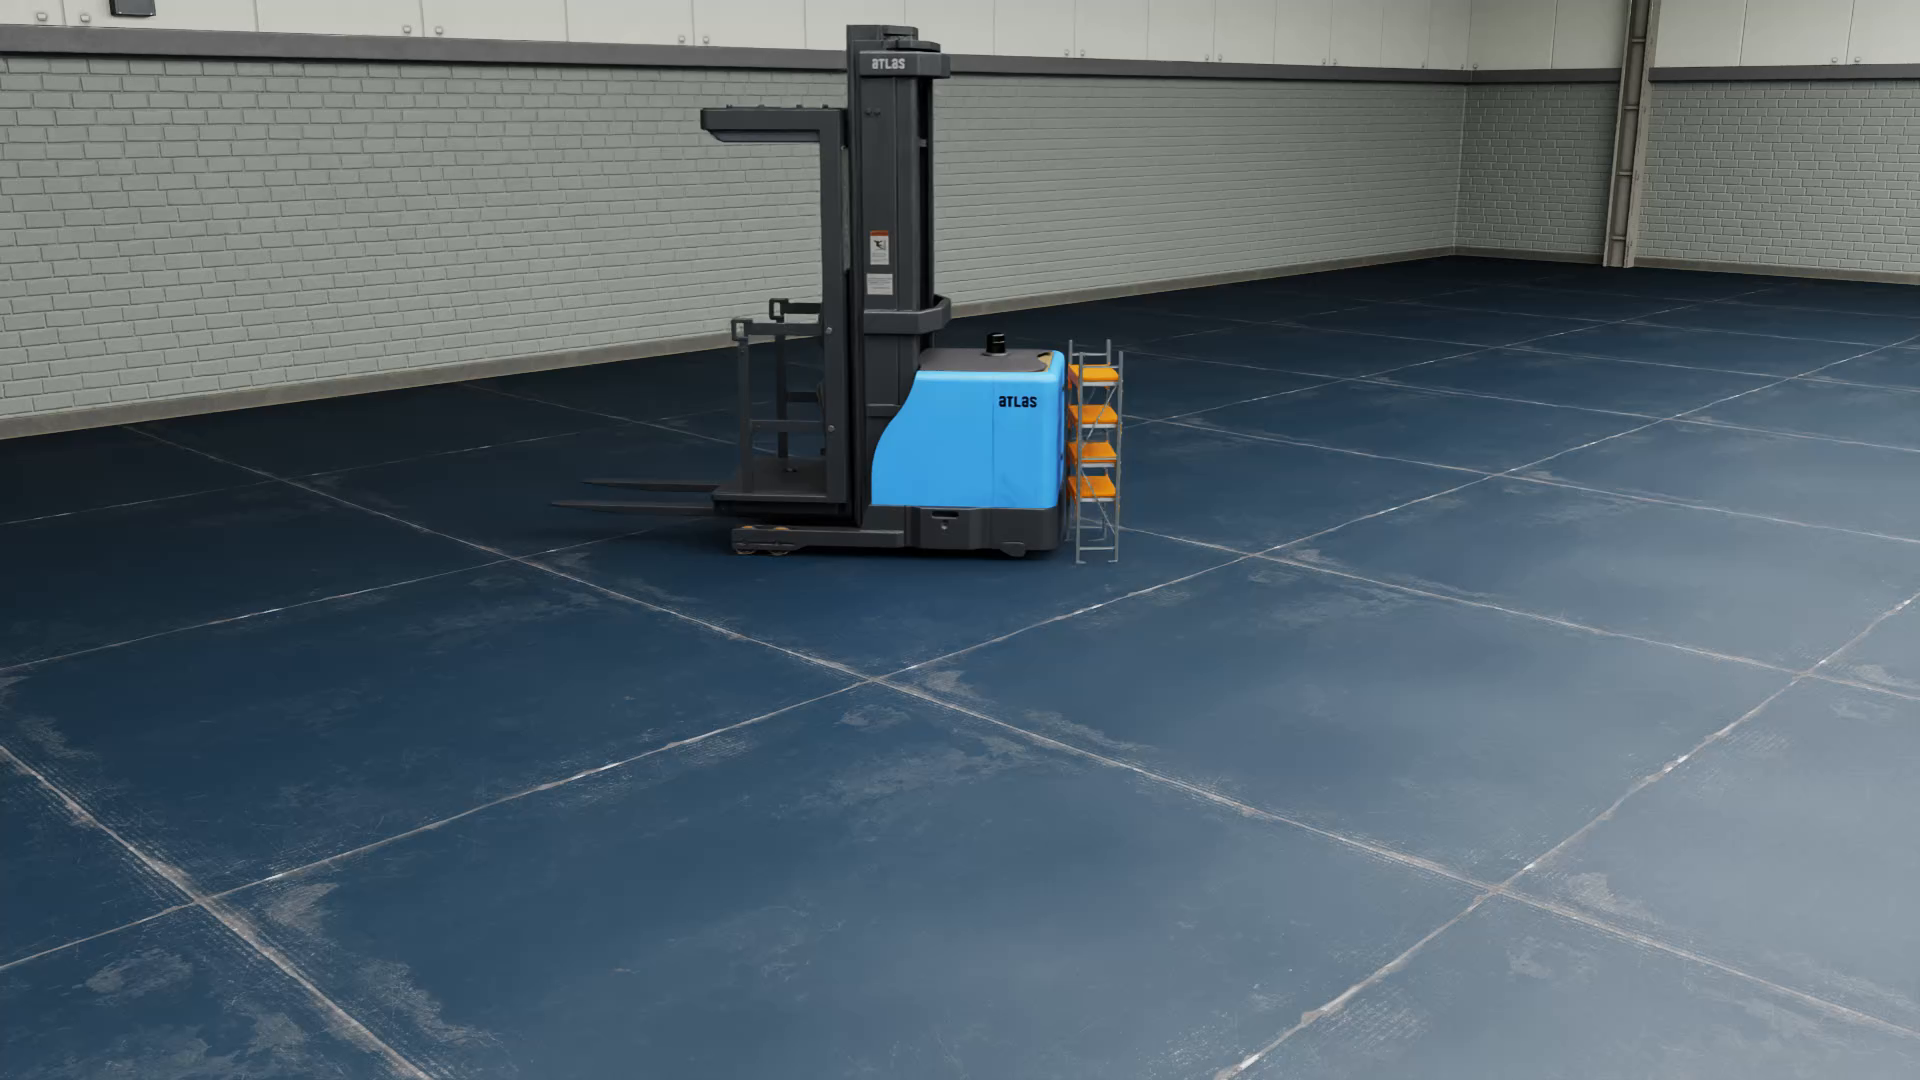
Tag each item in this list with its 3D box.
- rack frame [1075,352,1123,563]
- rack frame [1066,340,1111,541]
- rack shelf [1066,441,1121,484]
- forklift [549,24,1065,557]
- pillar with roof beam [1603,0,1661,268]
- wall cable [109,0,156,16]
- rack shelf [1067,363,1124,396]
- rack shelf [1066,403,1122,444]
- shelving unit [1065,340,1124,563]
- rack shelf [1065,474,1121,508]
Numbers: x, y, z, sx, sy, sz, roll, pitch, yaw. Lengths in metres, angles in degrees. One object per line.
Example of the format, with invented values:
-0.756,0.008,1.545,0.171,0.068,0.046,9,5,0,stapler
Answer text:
0.776,-0.454,9.294,0.240,1.200,0.015,-1,15,-3,rack frame
0.751,-0.577,9.766,0.240,1.200,0.015,-1,15,-3,rack frame
0.763,-0.450,9.547,0.258,0.148,0.480,-1,15,-3,rack shelf
-0.902,-1.458,9.715,3.031,2.935,1.130,2,15,6,forklift
7.697,-8.017,22.854,0.400,9.000,9.100,14,20,42,pillar with roof beam
-5.781,-7.203,12.984,0.169,6.003,2.305,14,20,42,wall cable
0.763,-0.896,9.431,0.258,0.148,0.480,-1,15,-3,rack shelf
0.763,-0.667,9.491,0.258,0.148,0.480,-1,15,-3,rack shelf
0.763,-0.515,9.530,0.258,1.200,0.503,-1,15,-3,shelving unit
0.763,-0.258,9.597,0.258,0.148,0.480,-1,15,-3,rack shelf
